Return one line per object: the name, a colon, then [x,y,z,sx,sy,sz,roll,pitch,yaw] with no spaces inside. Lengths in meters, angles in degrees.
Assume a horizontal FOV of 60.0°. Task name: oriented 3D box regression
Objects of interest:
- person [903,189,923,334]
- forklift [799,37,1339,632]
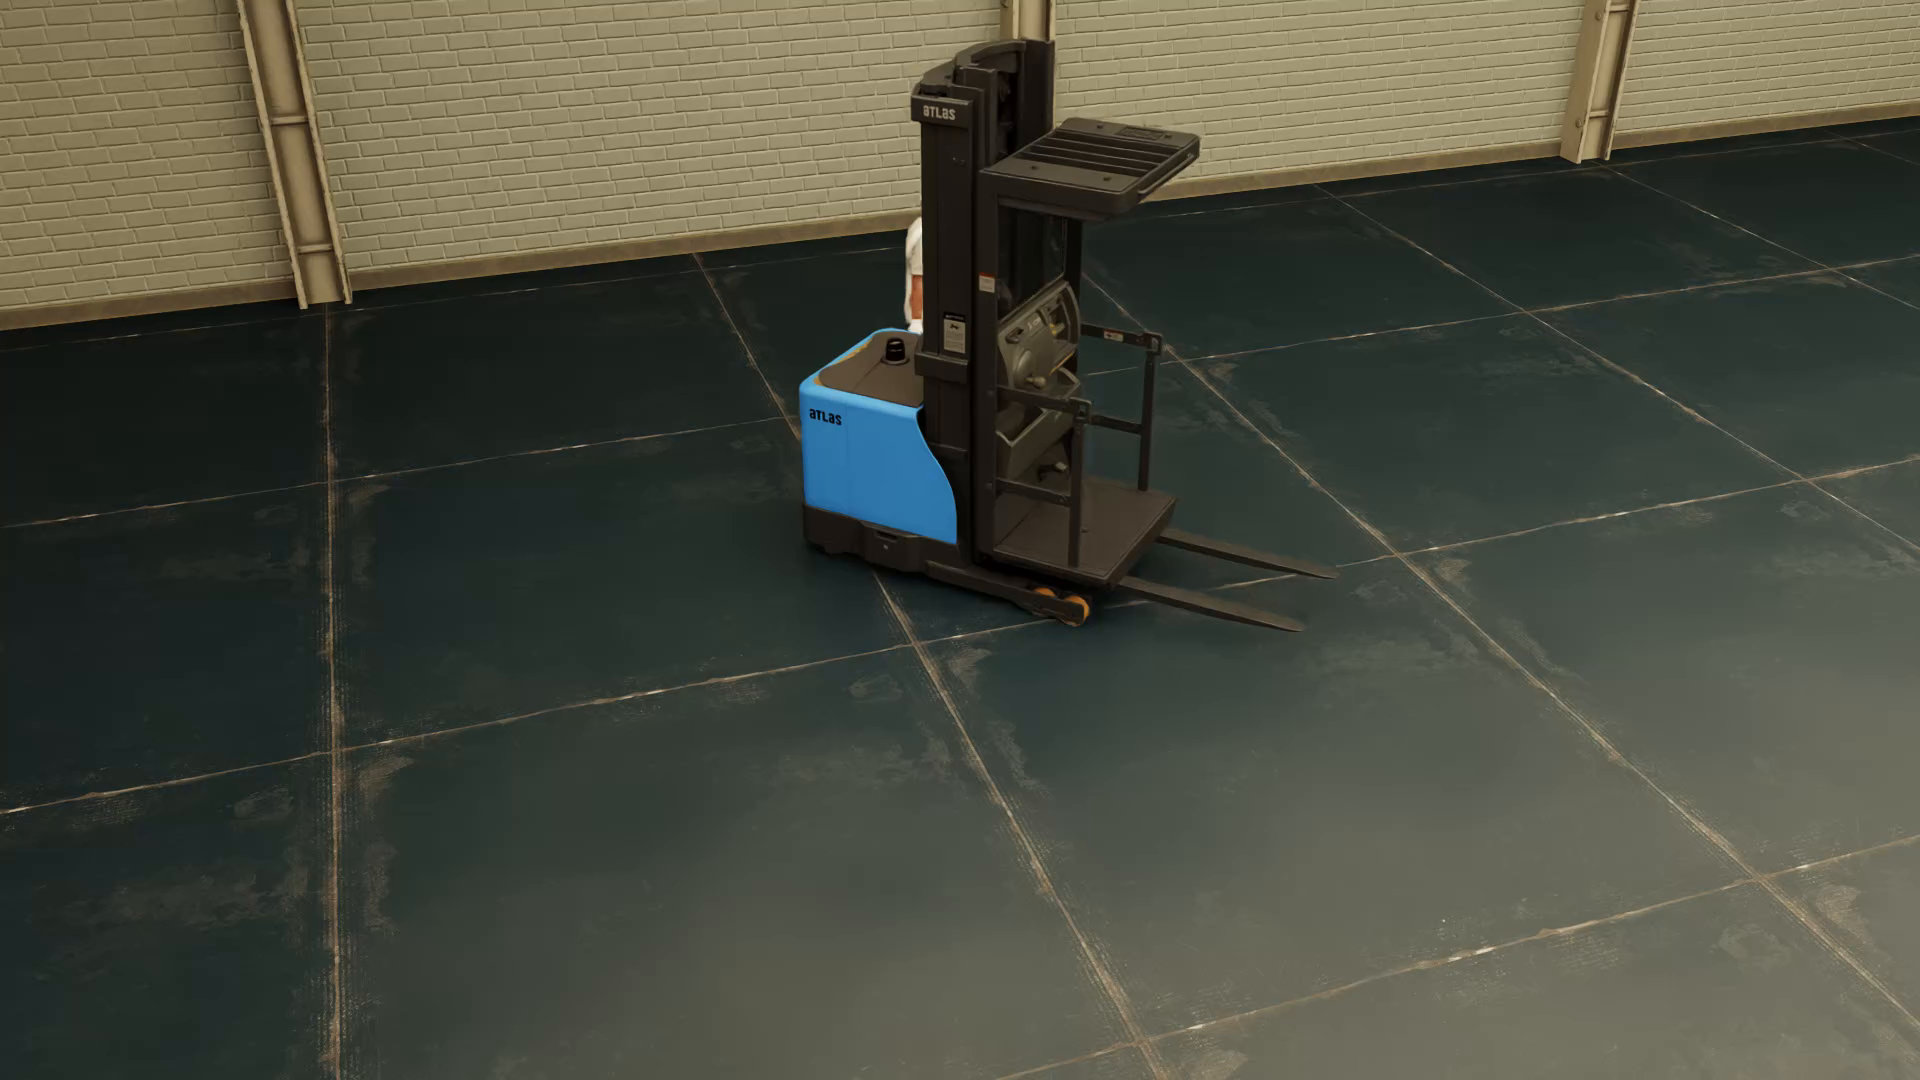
person: [-0.240,-1.478,10.921,0.483,1.753,0.878,1,30,1]
forklift: [0.616,-1.096,8.992,3.031,2.935,1.130,15,33,24]
